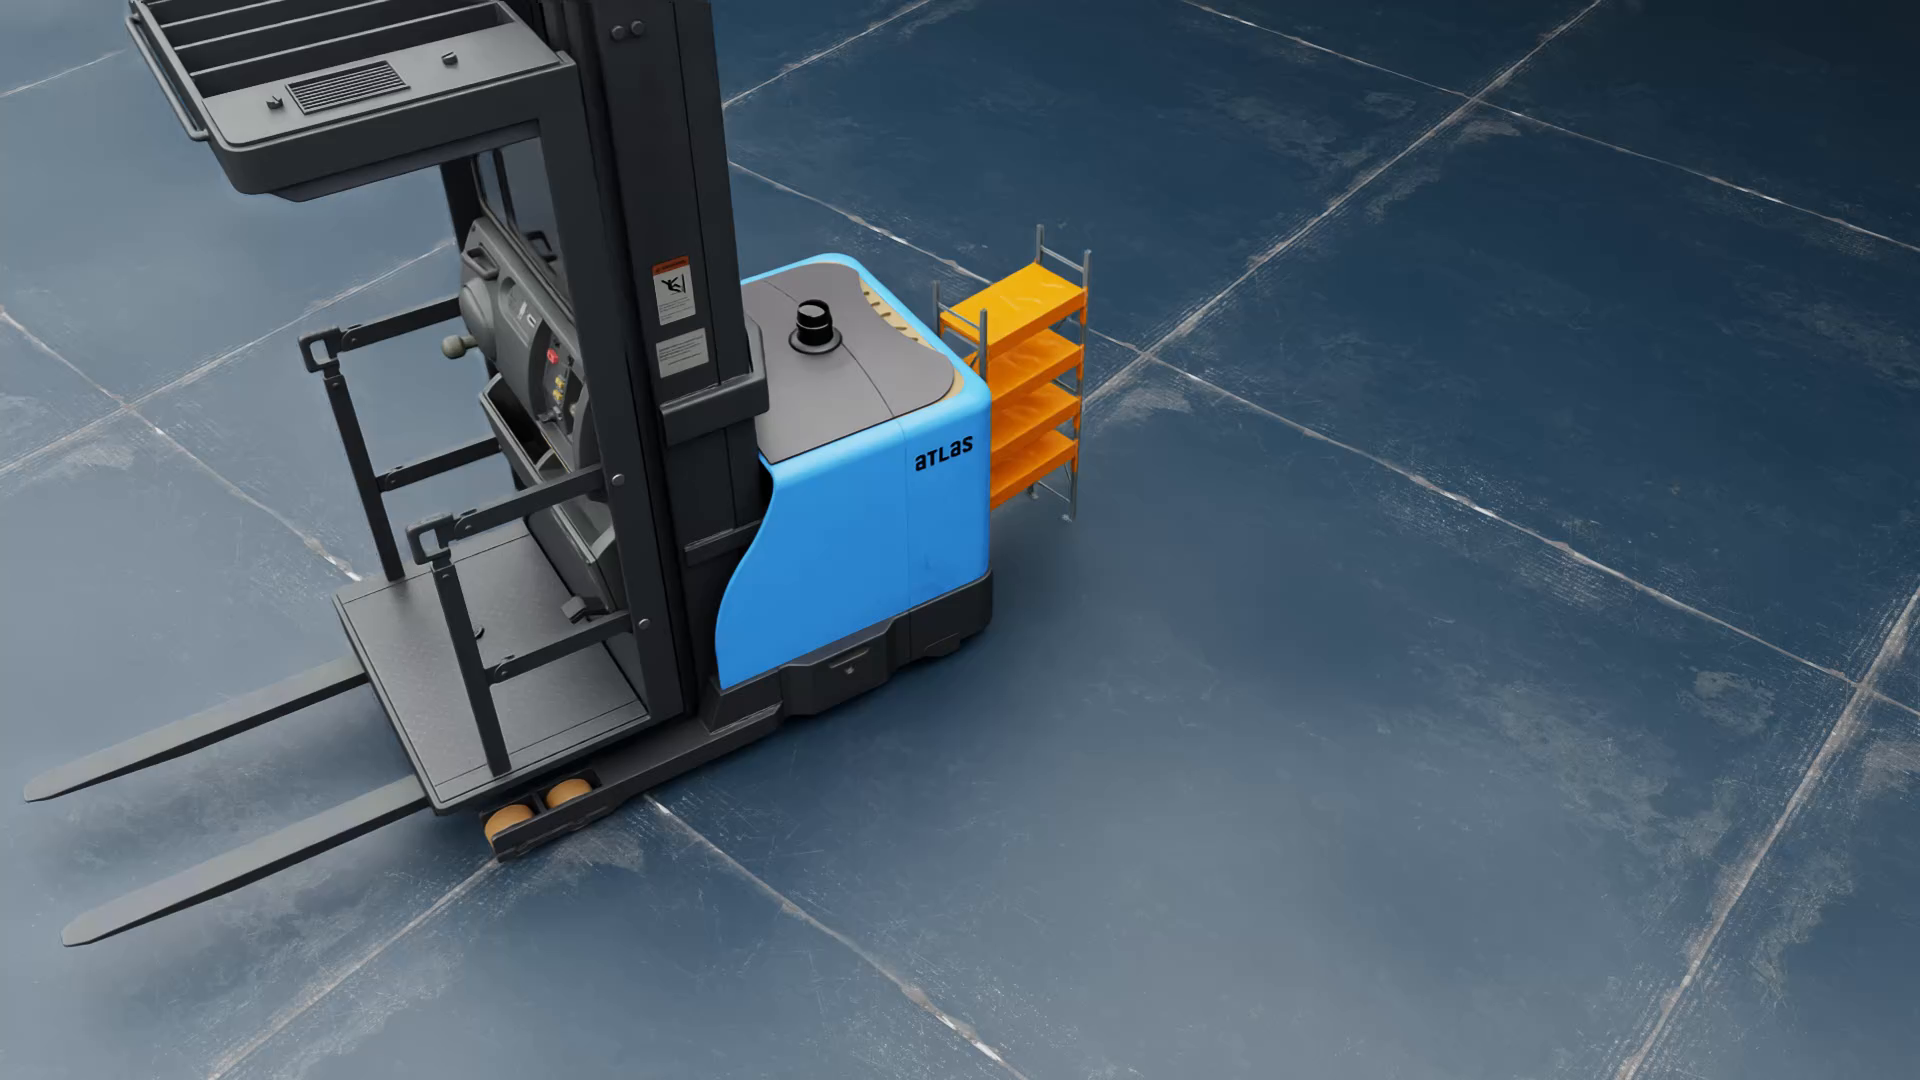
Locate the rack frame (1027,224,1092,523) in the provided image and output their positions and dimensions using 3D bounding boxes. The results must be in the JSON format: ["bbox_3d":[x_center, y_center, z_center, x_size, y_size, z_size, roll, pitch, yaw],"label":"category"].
[{"bbox_3d":[0.349,-0.568,5.983,0.015,1.200,0.240,-33,52,-31],"label":"rack frame"}]

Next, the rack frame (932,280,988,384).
[{"bbox_3d":[-0.001,-0.340,5.732,0.015,1.200,0.240,-33,52,-31],"label":"rack frame"}]

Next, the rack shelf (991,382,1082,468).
[{"bbox_3d":[0.174,-0.404,5.903,0.480,0.148,0.258,-33,52,-31],"label":"rack shelf"}]

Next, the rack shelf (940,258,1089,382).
[{"bbox_3d":[0.174,-0.745,5.593,0.480,0.148,0.258,-33,52,-31],"label":"rack shelf"}]

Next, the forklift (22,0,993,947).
[{"bbox_3d":[-1.407,-0.509,4.631,3.031,2.935,1.130,-23,47,-23],"label":"forklift"}]

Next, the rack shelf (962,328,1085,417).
[{"bbox_3d":[0.174,-0.570,5.752,0.480,0.148,0.258,-33,52,-31],"label":"rack shelf"}]

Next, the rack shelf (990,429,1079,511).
[{"bbox_3d":[0.174,-0.257,6.036,0.480,0.148,0.258,-33,52,-31],"label":"rack shelf"}]

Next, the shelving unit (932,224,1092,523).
[{"bbox_3d":[0.174,-0.454,5.857,0.503,1.200,0.258,-33,52,-31],"label":"shelving unit"}]
